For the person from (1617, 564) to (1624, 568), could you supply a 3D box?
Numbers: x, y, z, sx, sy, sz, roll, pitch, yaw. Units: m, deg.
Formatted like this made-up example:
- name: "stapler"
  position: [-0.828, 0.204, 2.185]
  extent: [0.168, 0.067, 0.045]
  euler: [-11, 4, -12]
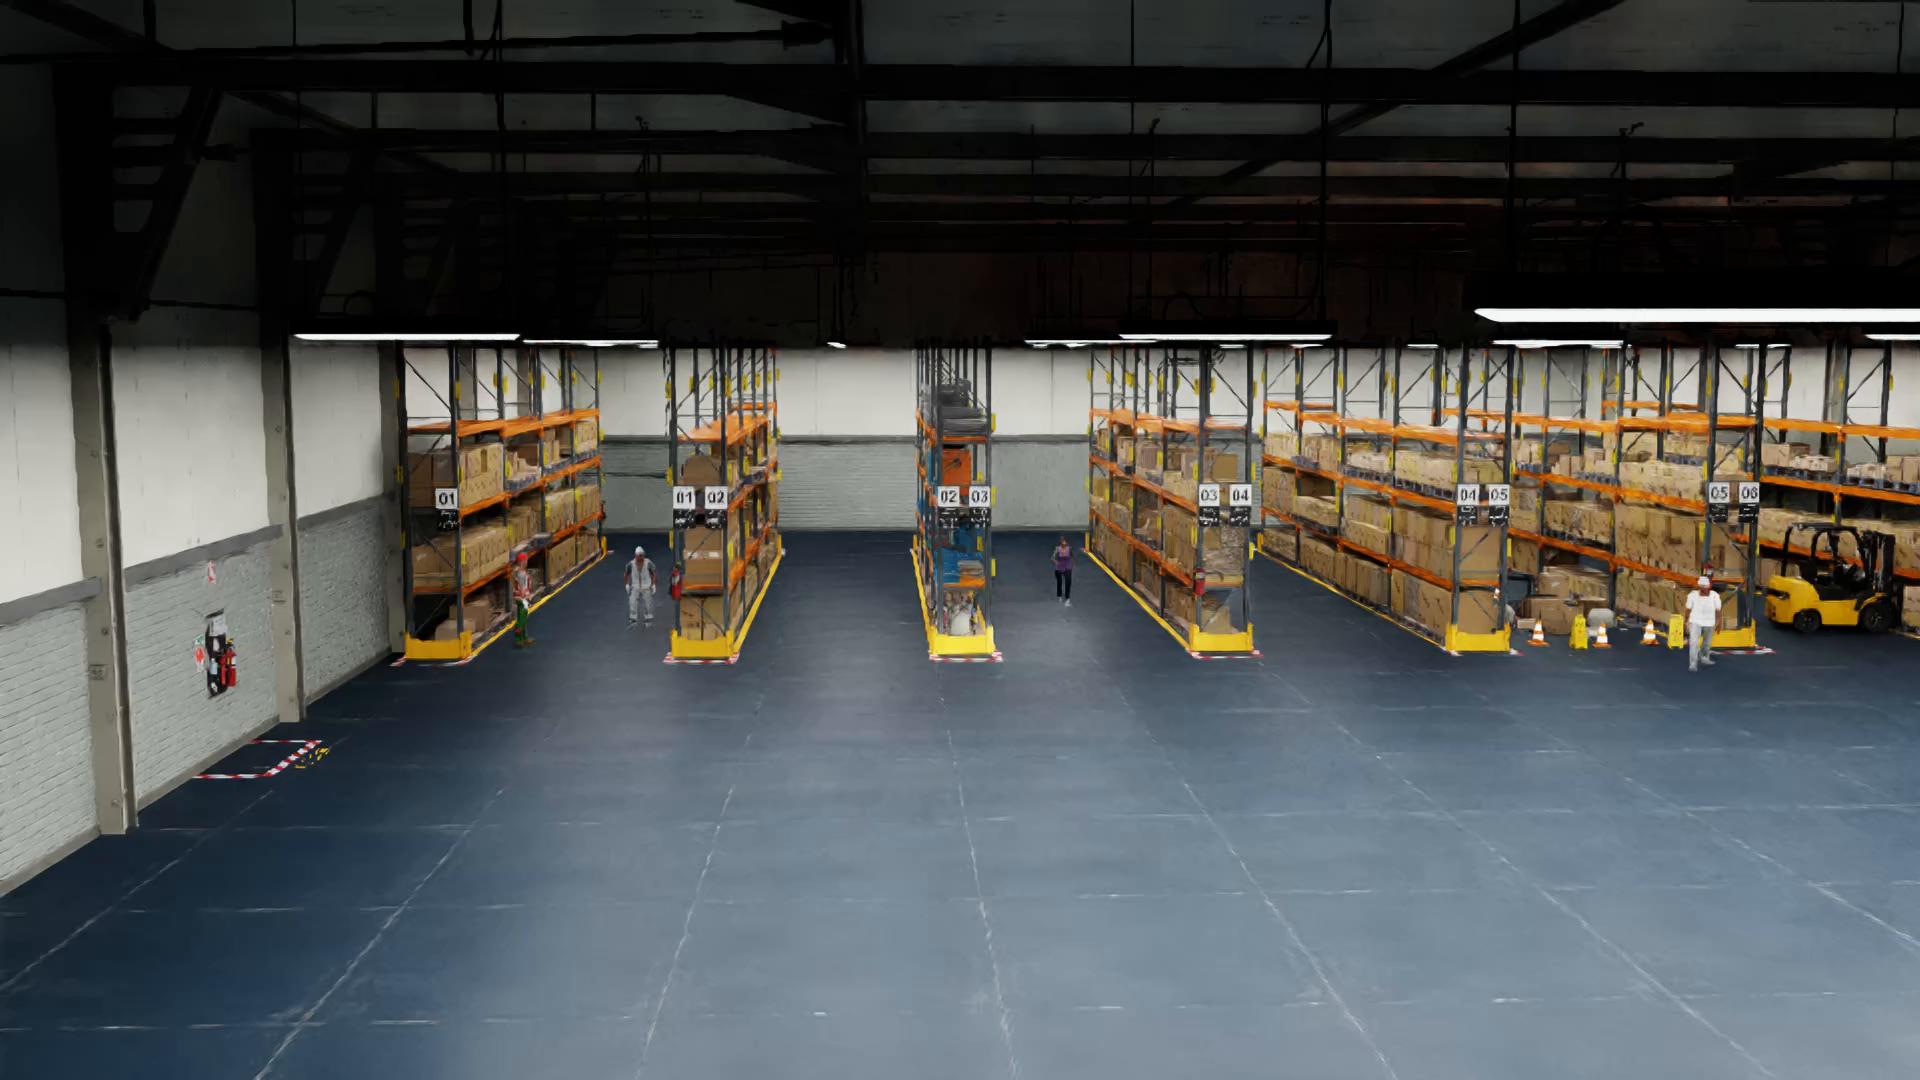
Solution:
- name: "person"
  position: [17.454, -0.063, 43.604]
  extent: [0.557, 1.651, 0.591]
  euler: [2, 7, 17]

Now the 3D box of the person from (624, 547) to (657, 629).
- name: "person"
  position: [-6.559, 0.991, 34.158]
  extent: [0.677, 1.741, 0.552]
  euler: [0, 7, -4]

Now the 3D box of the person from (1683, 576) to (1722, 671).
- name: "person"
  position: [13.376, 1.482, 29.959]
  extent: [0.618, 1.712, 0.971]
  euler: [2, 7, 18]

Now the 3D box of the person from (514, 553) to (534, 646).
- name: "person"
  position: [-8.506, 1.137, 32.398]
  extent: [0.395, 1.792, 0.660]
  euler: [-2, 7, -18]

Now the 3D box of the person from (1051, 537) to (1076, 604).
- name: "person"
  position: [2.357, 0.666, 37.865]
  extent: [0.562, 1.530, 0.815]
  euler: [0, 6, 3]
